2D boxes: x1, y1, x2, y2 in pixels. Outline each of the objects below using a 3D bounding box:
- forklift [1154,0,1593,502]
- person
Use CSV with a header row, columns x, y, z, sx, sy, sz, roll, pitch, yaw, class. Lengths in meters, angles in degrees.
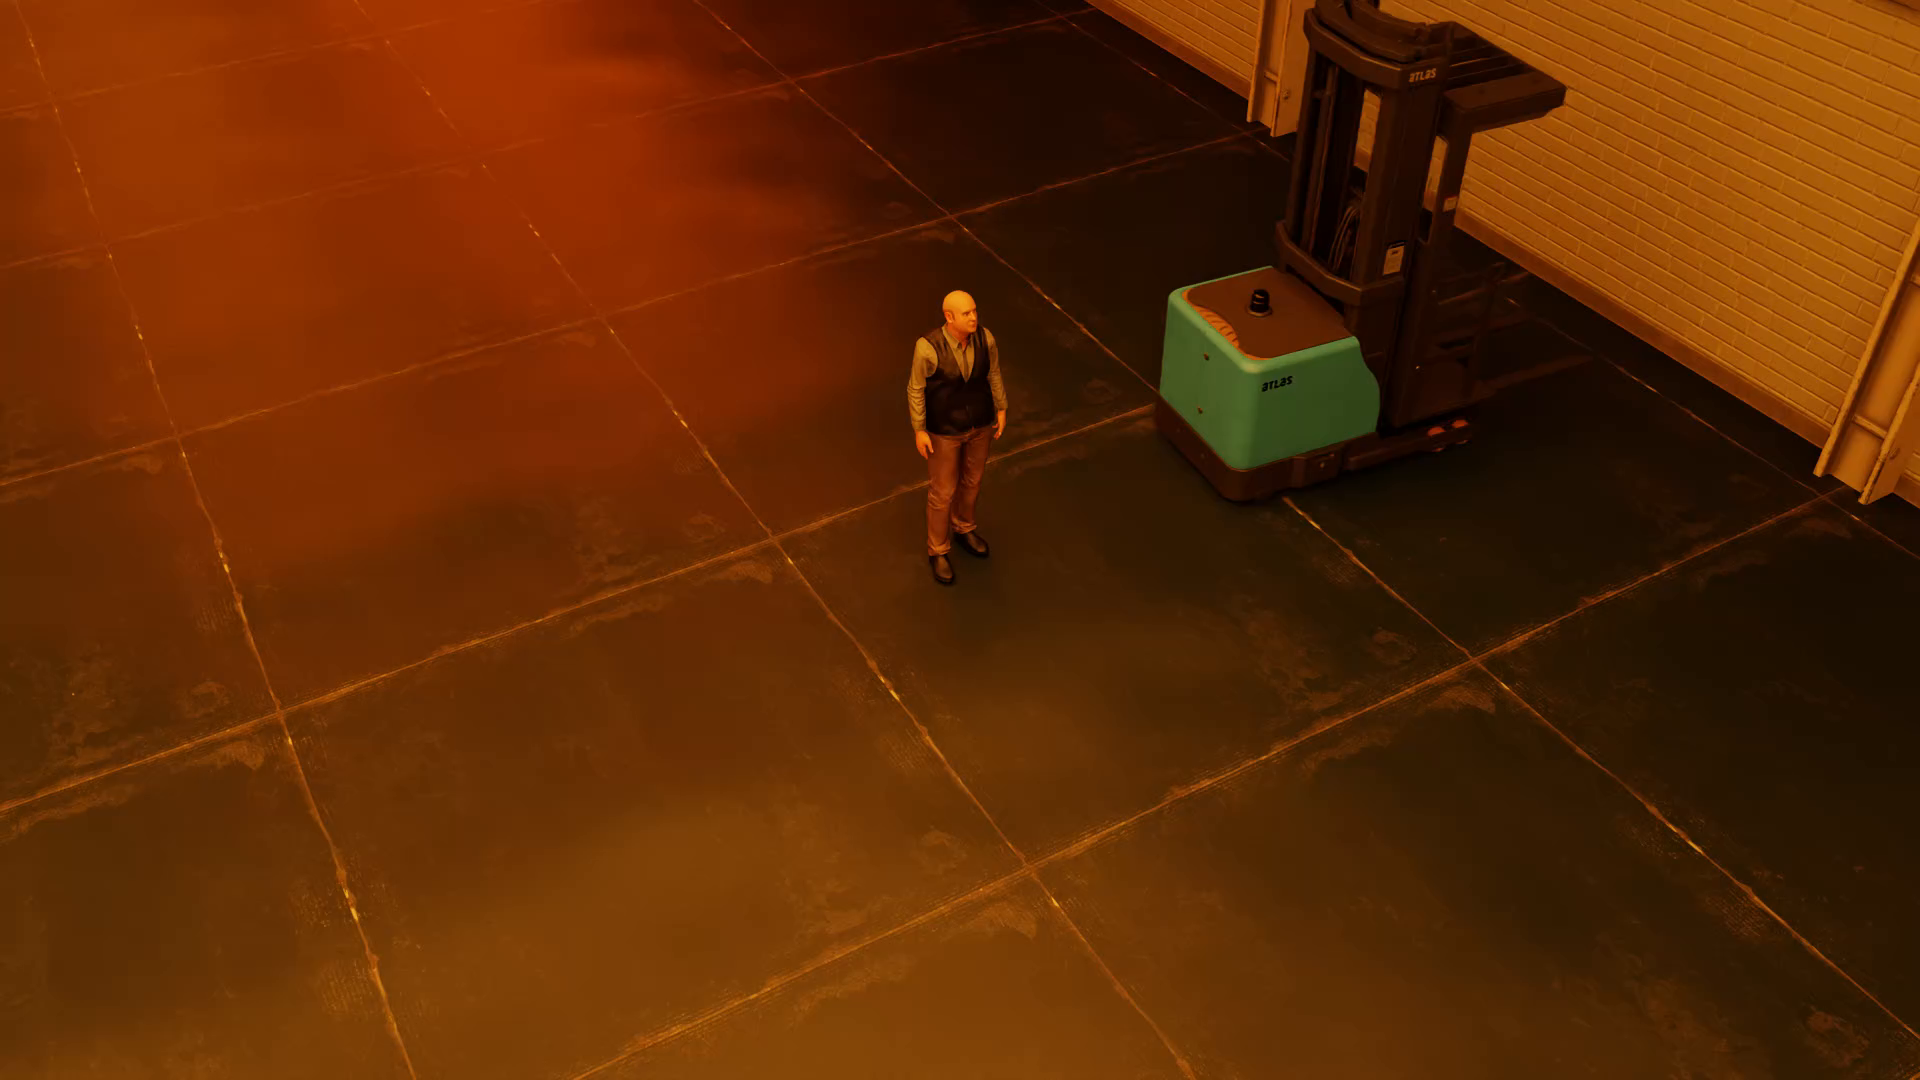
x,y,z,sx,sy,sz,roll,pitch,yaw,class
2.868,-2.003,10.451,3.031,2.935,1.130,-16,42,-19,forklift
0.025,-0.631,9.733,0.633,1.722,0.566,-20,44,-23,person
